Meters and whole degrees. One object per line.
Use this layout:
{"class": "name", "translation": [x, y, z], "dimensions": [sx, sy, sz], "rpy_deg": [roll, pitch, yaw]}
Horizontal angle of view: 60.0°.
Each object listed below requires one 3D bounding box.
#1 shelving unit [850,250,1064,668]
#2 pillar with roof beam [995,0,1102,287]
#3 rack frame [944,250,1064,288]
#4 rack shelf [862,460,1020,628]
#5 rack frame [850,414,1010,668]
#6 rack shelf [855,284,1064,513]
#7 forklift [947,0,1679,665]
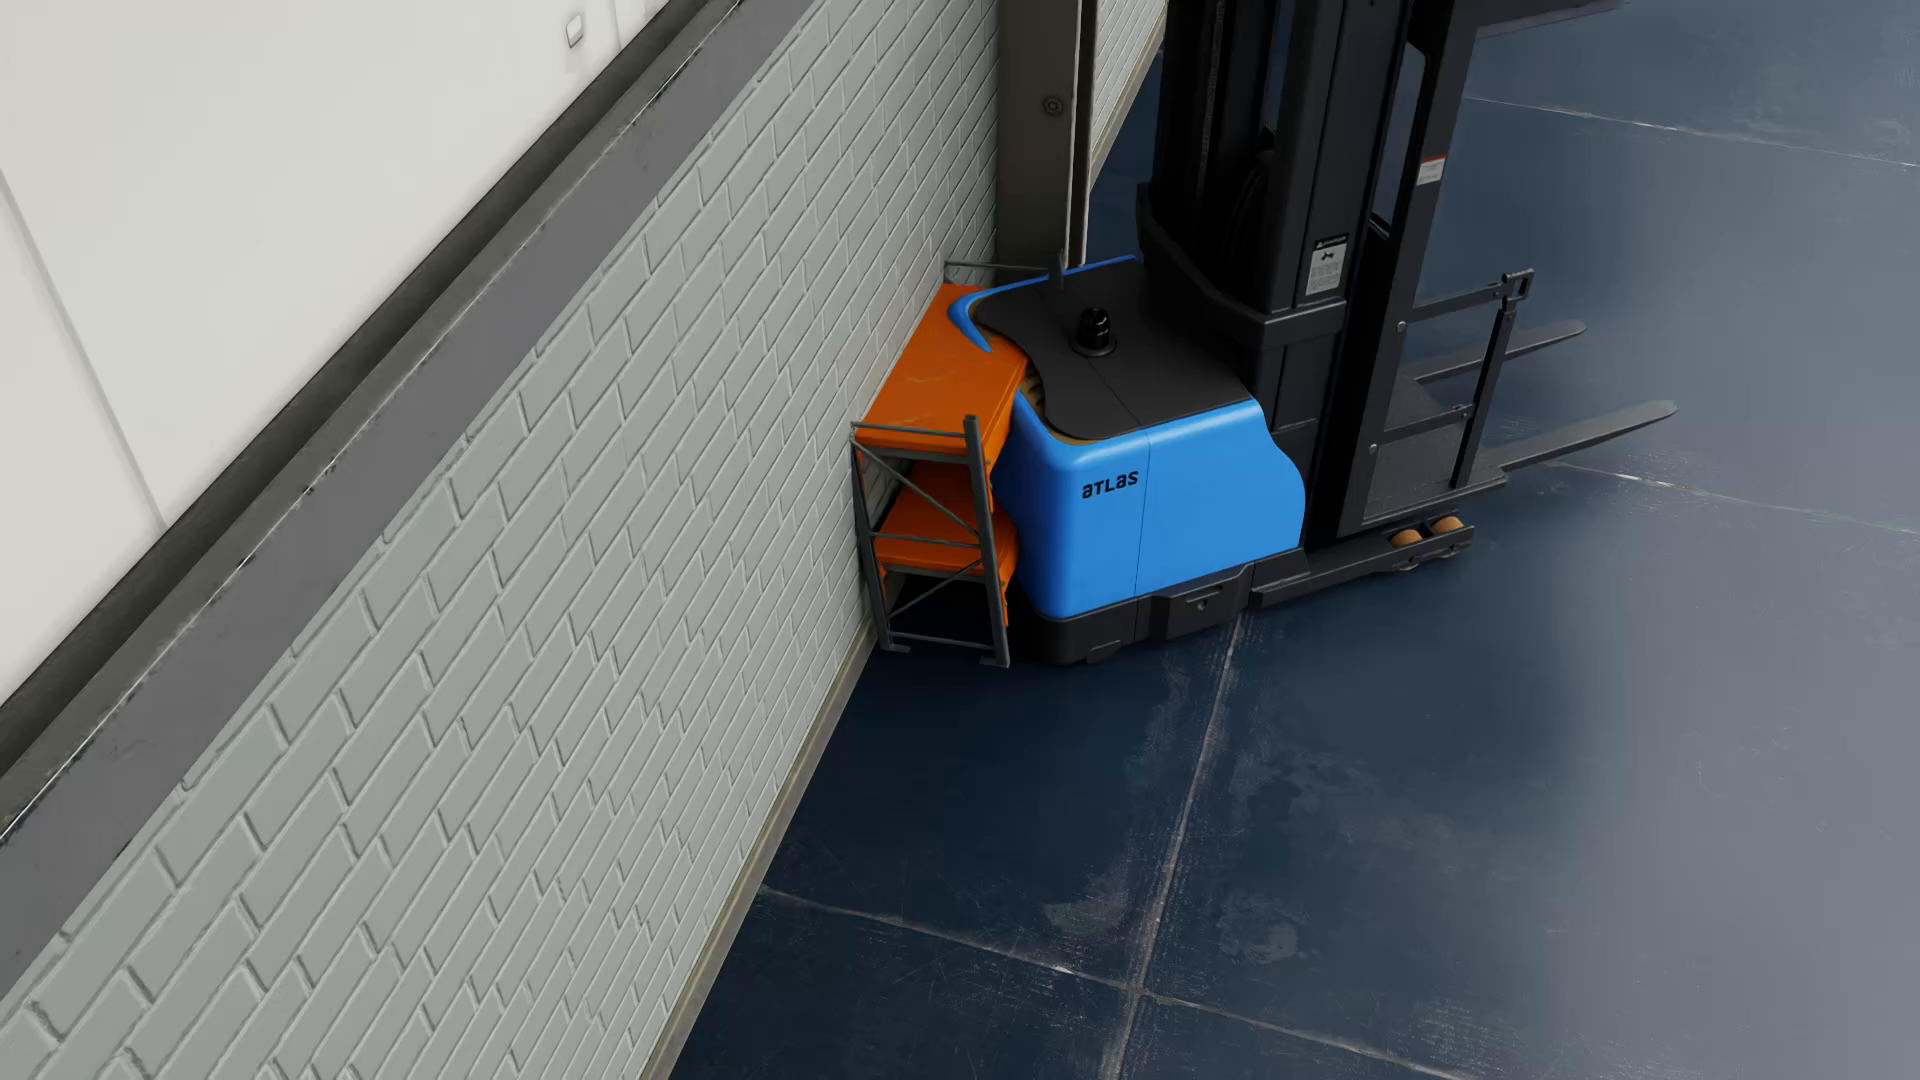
{"class": "shelving unit", "translation": [0.036, -0.324, 6.147], "dimensions": [0.538, 1.125, 1.048], "rpy_deg": [7, 43, 18]}
{"class": "pillar with roof beam", "translation": [4.452, -3.122, 3.506], "dimensions": [9.100, 9.000, 0.400], "rpy_deg": [13, 46, 13]}
{"class": "rack frame", "translation": [0.191, -0.652, 6.503], "dimensions": [0.500, 1.125, 0.032], "rpy_deg": [7, 43, 18]}
{"class": "rack shelf", "translation": [0.063, -0.140, 6.305], "dimensions": [0.538, 0.278, 1.000], "rpy_deg": [7, 43, 18]}
{"class": "rack frame", "translation": [-0.119, 0.003, 5.791], "dimensions": [0.500, 1.125, 0.032], "rpy_deg": [7, 43, 18]}
{"class": "rack shelf", "translation": [0.003, -0.545, 5.958], "dimensions": [0.538, 0.278, 1.000], "rpy_deg": [7, 43, 18]}
{"class": "forklift", "translation": [1.501, -1.252, 5.934], "dimensions": [3.031, 2.935, 1.130], "rpy_deg": [-16, 47, -16]}
